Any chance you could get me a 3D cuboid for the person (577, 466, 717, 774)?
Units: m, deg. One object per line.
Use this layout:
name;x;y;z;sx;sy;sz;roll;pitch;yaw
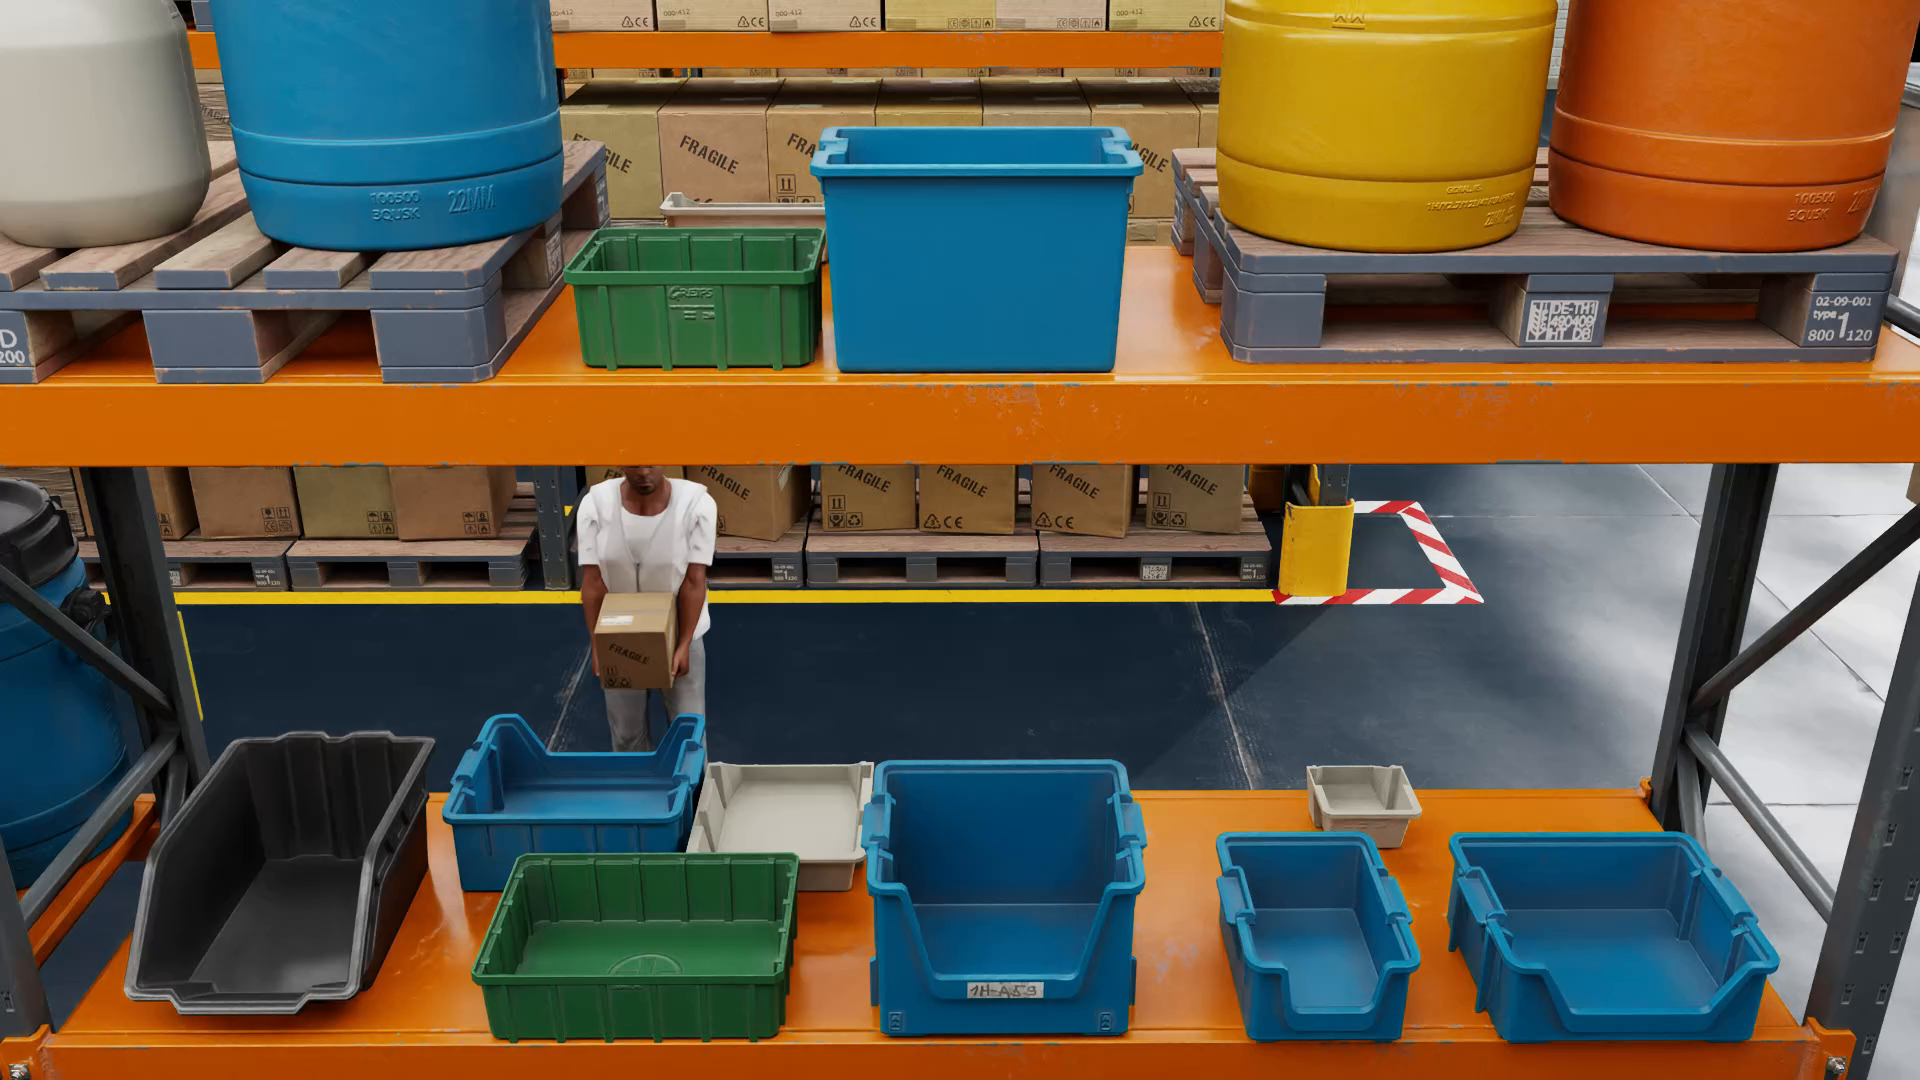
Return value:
person;-1.144;0.400;6.176;0.505;1.763;0.569;0;24;-1
